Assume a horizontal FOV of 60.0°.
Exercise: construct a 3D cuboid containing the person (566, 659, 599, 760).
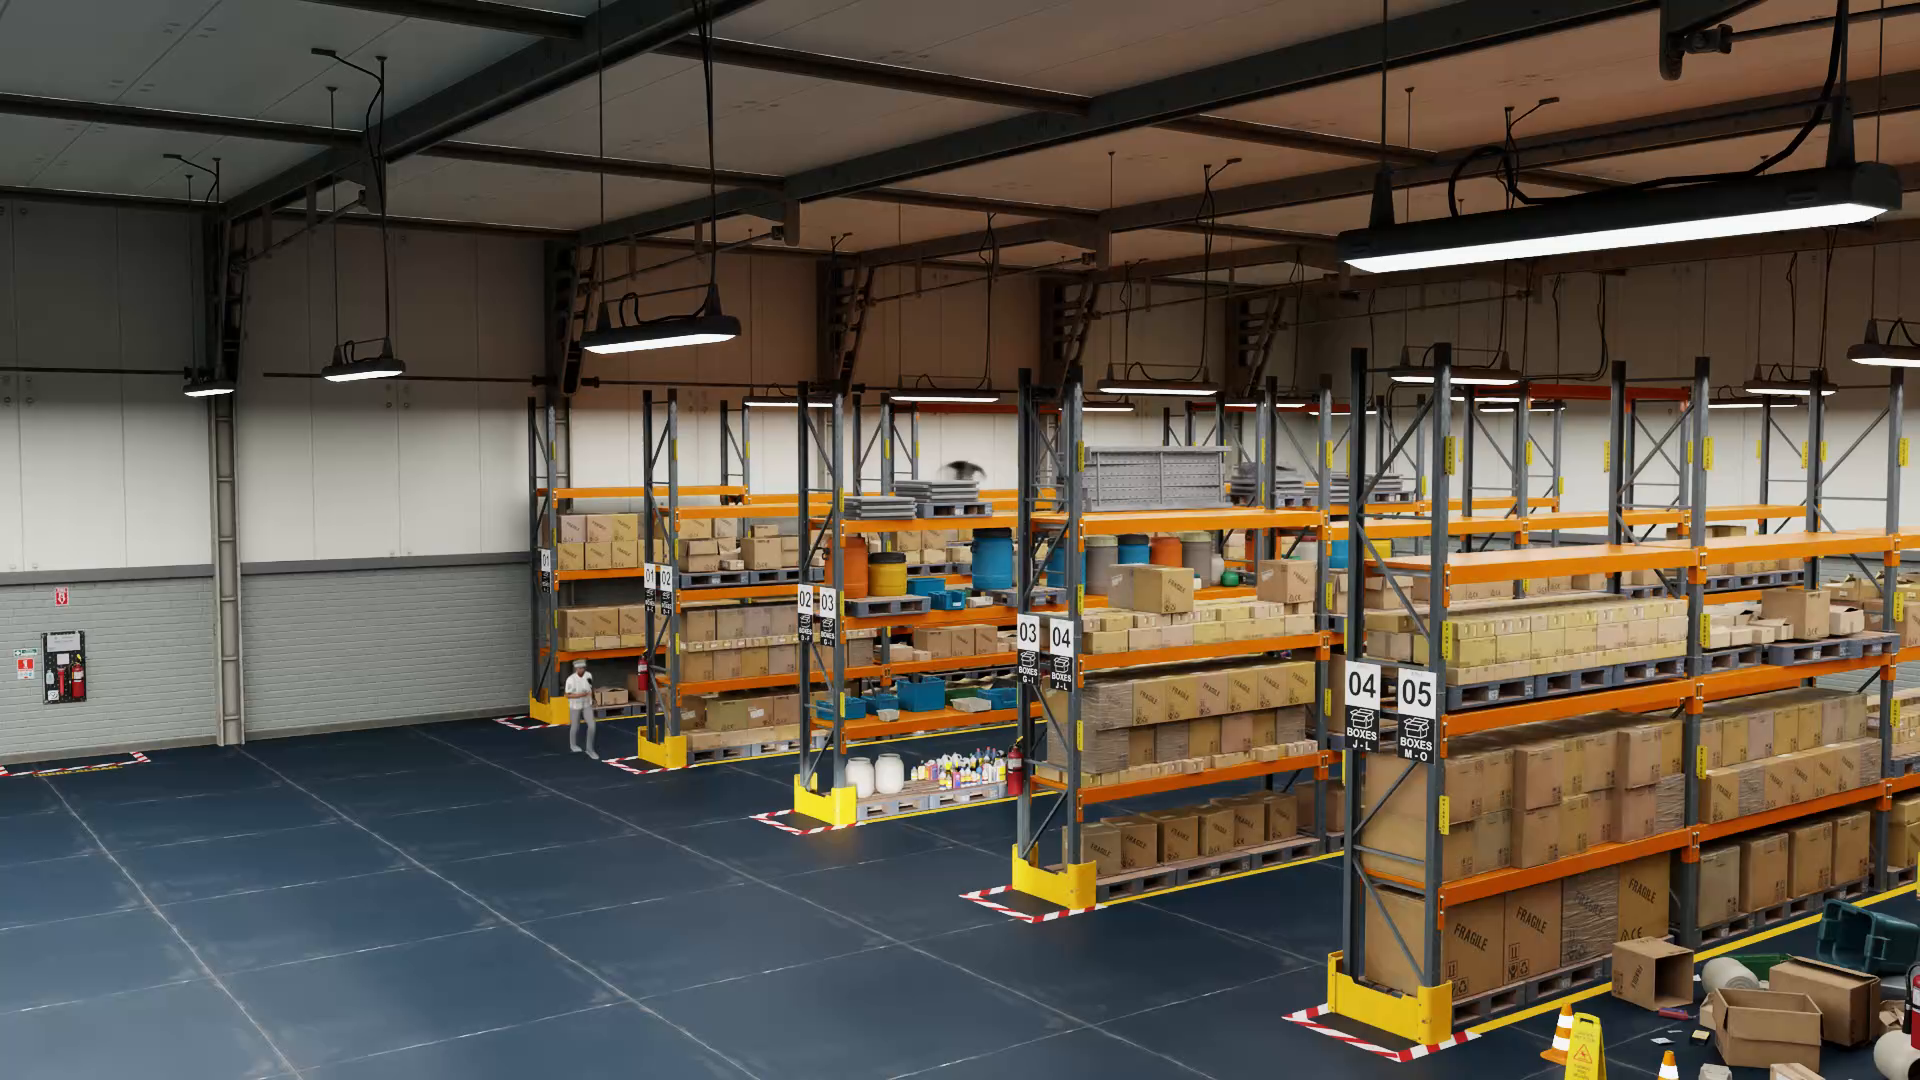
[{"bbox_3d":[-6.202,2.741,27.161,0.571,1.669,0.889,-2,4,-29],"label":"person"}]
